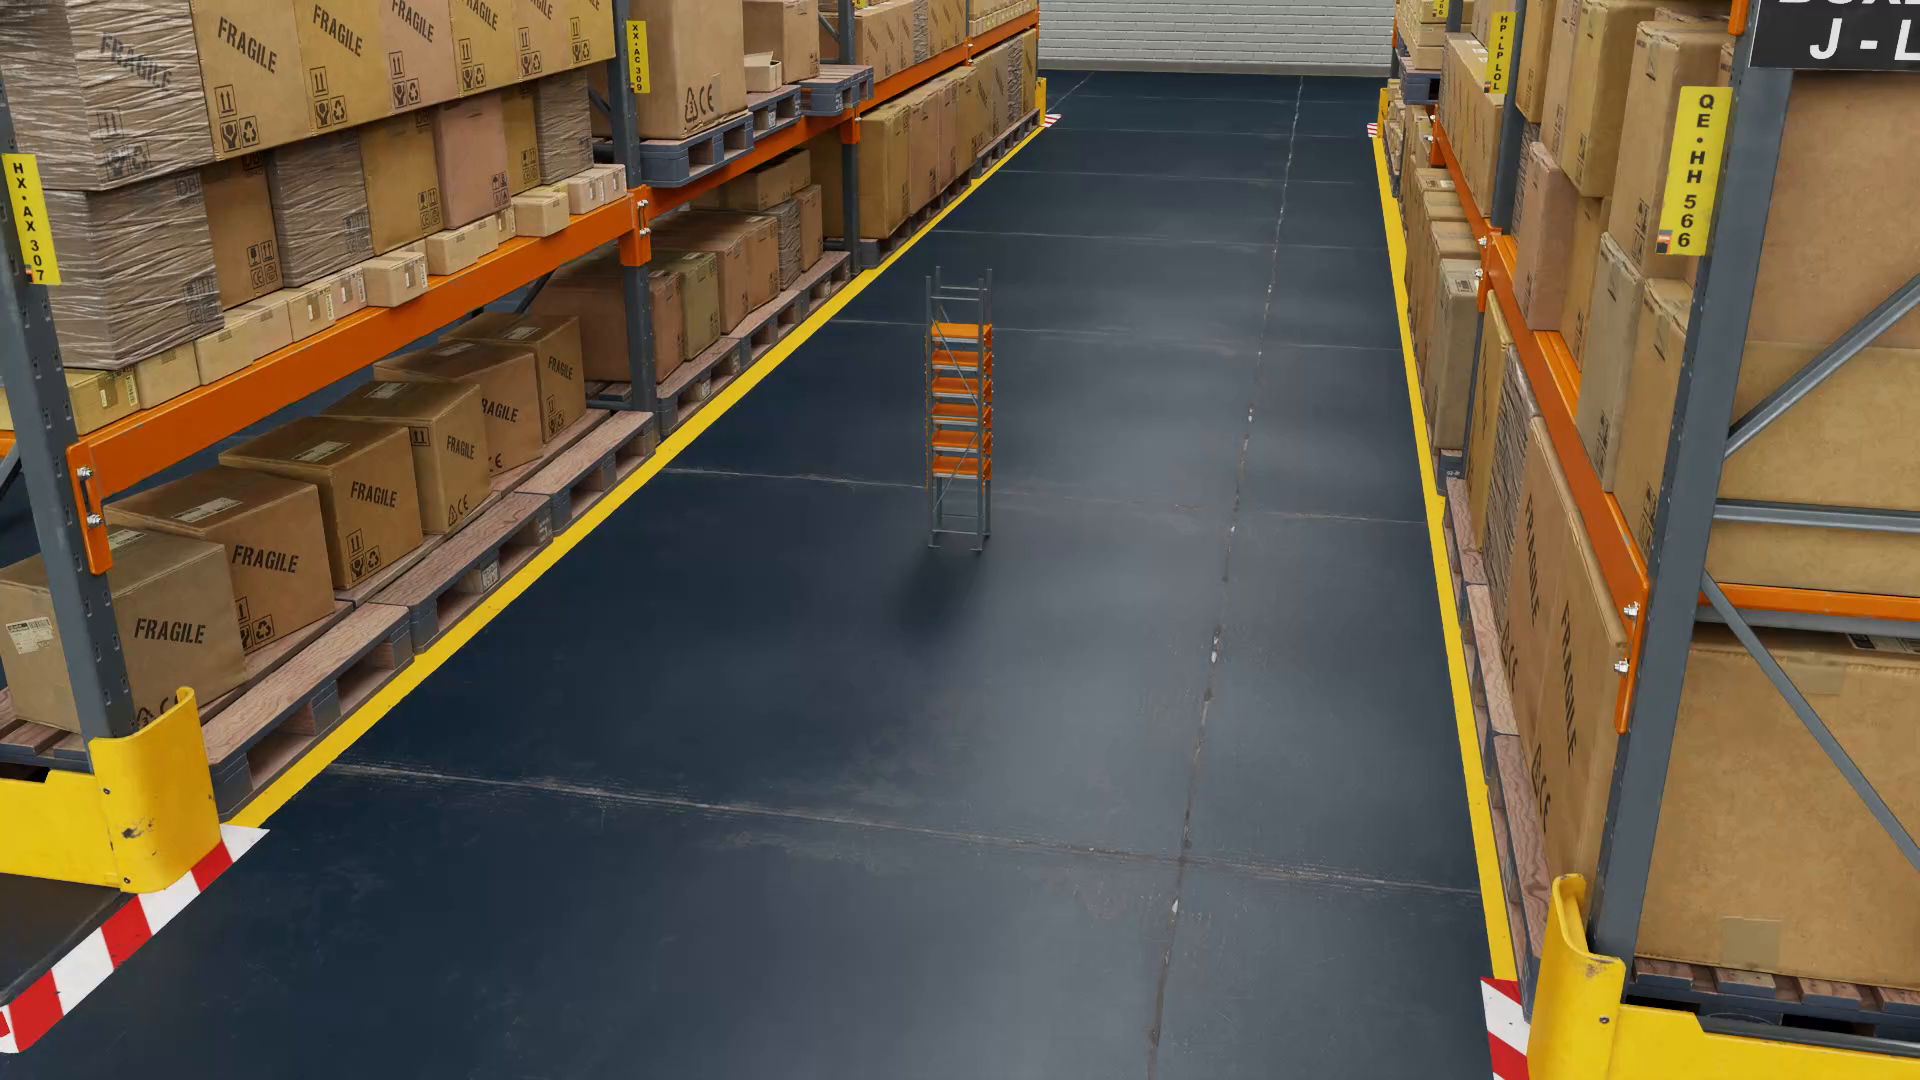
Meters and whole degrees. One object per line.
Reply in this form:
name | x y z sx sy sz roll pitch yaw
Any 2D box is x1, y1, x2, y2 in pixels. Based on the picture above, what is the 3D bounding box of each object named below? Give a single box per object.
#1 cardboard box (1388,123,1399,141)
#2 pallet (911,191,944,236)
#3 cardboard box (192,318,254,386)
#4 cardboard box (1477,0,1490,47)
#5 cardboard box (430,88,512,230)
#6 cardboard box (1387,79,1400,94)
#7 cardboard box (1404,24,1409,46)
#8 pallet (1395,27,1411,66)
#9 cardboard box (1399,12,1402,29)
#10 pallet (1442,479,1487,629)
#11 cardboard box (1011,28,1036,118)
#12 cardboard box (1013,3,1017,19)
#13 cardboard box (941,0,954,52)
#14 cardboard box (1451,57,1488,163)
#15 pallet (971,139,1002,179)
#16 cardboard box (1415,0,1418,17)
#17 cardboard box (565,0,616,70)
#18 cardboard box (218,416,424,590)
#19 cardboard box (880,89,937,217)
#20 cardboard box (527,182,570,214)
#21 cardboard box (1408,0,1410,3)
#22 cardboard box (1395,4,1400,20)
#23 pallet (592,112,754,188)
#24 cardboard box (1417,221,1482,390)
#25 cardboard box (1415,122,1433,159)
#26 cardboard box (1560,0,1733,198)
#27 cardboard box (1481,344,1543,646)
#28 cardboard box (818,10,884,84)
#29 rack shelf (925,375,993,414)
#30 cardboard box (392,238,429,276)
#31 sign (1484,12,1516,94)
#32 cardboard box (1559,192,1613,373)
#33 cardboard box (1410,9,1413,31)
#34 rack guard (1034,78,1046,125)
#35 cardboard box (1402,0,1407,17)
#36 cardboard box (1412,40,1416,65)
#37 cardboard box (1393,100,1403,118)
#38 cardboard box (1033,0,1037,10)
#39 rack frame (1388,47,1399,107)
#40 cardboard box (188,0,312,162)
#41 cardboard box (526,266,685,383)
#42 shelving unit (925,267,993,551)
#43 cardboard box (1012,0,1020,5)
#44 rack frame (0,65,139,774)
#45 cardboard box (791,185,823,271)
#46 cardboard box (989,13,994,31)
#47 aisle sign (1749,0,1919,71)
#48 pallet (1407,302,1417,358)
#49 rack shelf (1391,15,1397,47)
cardboard box | 4.544 -4.121 16.825 0.380 0.149 0.250 3 22 8
pallet | -0.746 -2.803 14.030 1.003 0.211 1.213 4 22 11
cardboard box | -2.437 -0.593 5.146 0.380 0.149 0.250 4 22 11
cardboard box | 3.400 -3.115 9.602 0.700 0.500 0.500 4 22 10
cardboard box | -2.340 -1.560 6.679 0.875 0.500 0.500 4 22 11
cardboard box | 4.796 -4.862 17.868 0.380 0.149 0.250 3 22 8
cardboard box | 3.573 -3.816 12.588 0.380 0.149 0.250 3 22 8
pallet | 4.121 -4.059 13.674 1.003 0.211 1.213 4 22 11
cardboard box | 3.838 -4.284 13.750 0.380 0.149 0.250 5 22 12
pallet | 2.555 0.075 6.885 1.003 0.211 1.213 4 22 11
cardboard box | 0.348 -5.264 18.690 0.875 0.875 0.875 4 22 11
cardboard box | 0.391 -5.554 17.465 0.380 0.149 0.250 5 22 11
cardboard box | -0.351 -4.506 14.392 0.500 0.500 0.500 5 23 13
cardboard box | 2.939 -2.304 8.925 0.500 0.500 0.500 4 22 10
pallet | -0.184 -3.810 16.532 1.003 0.211 1.213 4 22 11
cardboard box | 3.361 -3.710 11.527 0.380 0.149 0.250 5 23 13
cardboard box | -1.870 -2.368 7.349 0.500 0.500 0.500 4 22 11
cardboard box | -2.486 -0.154 6.505 0.500 0.500 0.500 7 23 16
cardboard box | -0.881 -3.154 13.452 1.225 0.875 0.875 5 22 11
cardboard box | -1.974 -1.511 7.426 0.380 0.149 0.250 4 22 11
cardboard box | 3.626 -4.189 12.717 0.380 0.149 0.250 5 23 13
cardboard box | 4.730 -5.479 17.279 0.380 0.149 0.250 4 22 9
pallet | -1.750 -2.085 8.773 1.003 0.211 1.213 4 22 11
cardboard box | 3.026 -1.228 8.838 1.050 0.750 0.750 4 22 11
cardboard box | 3.698 -2.977 12.511 0.500 0.250 0.500 5 22 12
cardboard box | 2.334 -1.337 5.013 0.875 0.550 0.500 4 22 11
cardboard box | 2.410 -0.145 5.981 0.875 0.875 0.875 5 22 11
cardboard box | -0.866 -3.572 12.074 0.500 0.500 0.500 5 22 12
rack shelf | -0.003 -0.621 7.088 0.258 0.103 0.180 4 22 11
cardboard box | -2.251 -1.055 6.295 0.380 0.149 0.250 4 22 11
sign | 2.254 -2.029 6.932 0.100 0.325 0.005 4 22 11
cardboard box | 2.398 -0.832 5.203 0.875 0.550 0.500 4 22 11
cardboard box | 3.467 -3.762 12.055 0.380 0.149 0.250 4 22 11
rack guard | 0.405 -5.144 19.456 1.175 0.500 0.348 4 22 11
cardboard box | 3.733 -4.239 13.240 0.380 0.149 0.250 4 22 9
cardboard box | 3.306 -3.338 11.401 0.380 0.149 0.250 4 22 11
cardboard box | 4.431 -4.197 16.218 0.380 0.149 0.250 4 22 9
cardboard box | 0.650 -6.023 18.629 0.380 0.149 0.250 5 22 12
rack frame | 5.236 -5.879 17.937 1.000 3.000 0.127 4 22 11
cardboard box | -2.376 -1.454 5.078 0.500 0.500 0.500 4 22 11
cardboard box | -1.902 -1.173 9.009 0.700 0.500 0.500 3 22 7
shelving unit | -0.003 -0.551 7.116 0.258 1.200 0.189 4 22 11
cardboard box | 0.354 -5.794 17.527 0.500 0.250 0.500 4 22 9
rack frame | -2.864 -0.443 4.438 1.000 3.000 0.127 4 22 11
cardboard box | -1.349 -2.167 11.475 0.700 0.500 0.500 3 22 8
cardboard box | 0.129 -5.087 16.305 0.380 0.149 0.250 4 22 9
aisle sign | 1.663 -1.231 2.914 0.394 0.787 0.004 4 22 11
pallet | 3.368 -1.378 10.492 1.003 0.211 1.213 4 22 11
rack shelf | 4.827 -4.814 16.255 1.077 0.370 4.000 4 22 11
